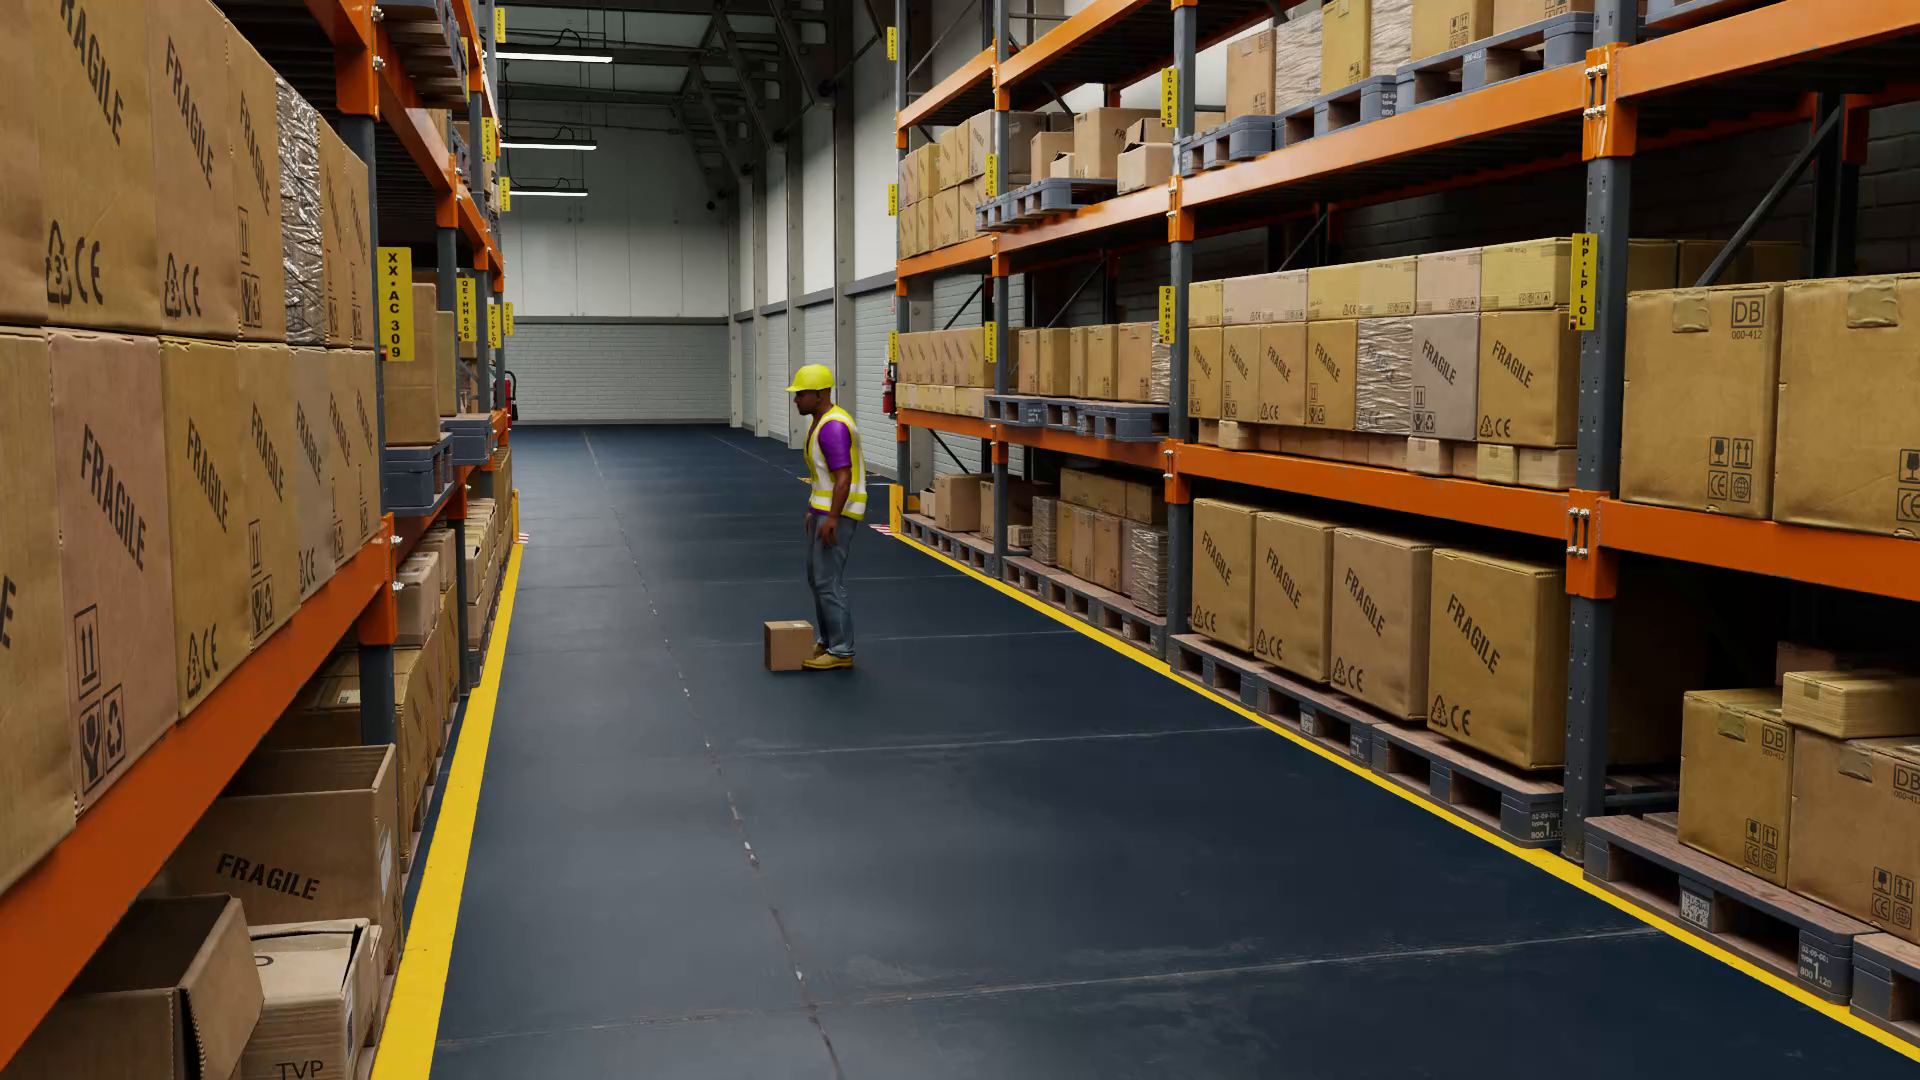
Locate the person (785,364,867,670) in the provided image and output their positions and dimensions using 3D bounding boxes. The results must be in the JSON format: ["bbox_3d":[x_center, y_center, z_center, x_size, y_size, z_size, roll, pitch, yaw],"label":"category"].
[{"bbox_3d":[-0.785,-0.139,9.691,0.461,1.757,0.627,-2,6,-14],"label":"person"}]
